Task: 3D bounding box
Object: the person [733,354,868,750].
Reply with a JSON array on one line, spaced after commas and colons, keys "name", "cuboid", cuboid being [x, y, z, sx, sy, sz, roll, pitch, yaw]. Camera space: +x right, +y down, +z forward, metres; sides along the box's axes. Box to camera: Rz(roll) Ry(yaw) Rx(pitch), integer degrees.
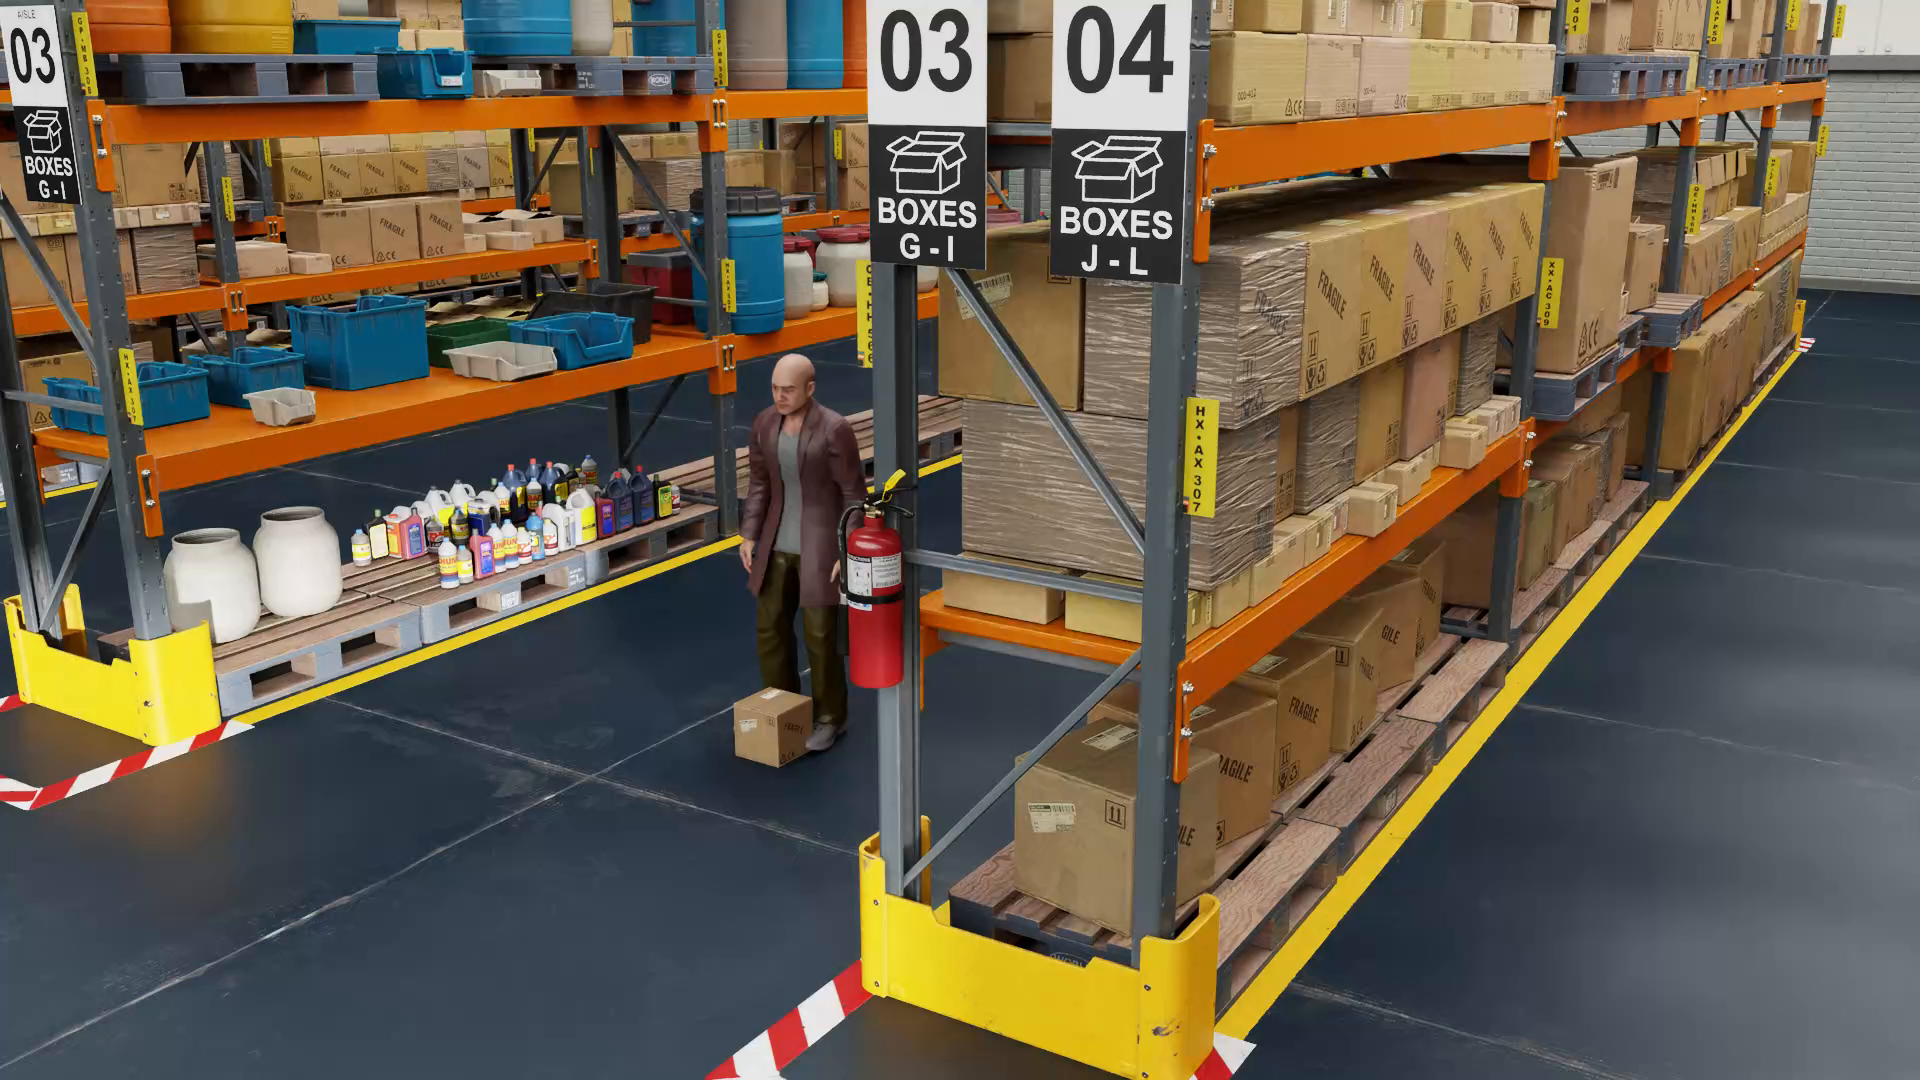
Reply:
[{"name": "person", "cuboid": [-0.705, 0.041, 7.413, 0.650, 1.774, 0.418, 9, 18, 29]}]
